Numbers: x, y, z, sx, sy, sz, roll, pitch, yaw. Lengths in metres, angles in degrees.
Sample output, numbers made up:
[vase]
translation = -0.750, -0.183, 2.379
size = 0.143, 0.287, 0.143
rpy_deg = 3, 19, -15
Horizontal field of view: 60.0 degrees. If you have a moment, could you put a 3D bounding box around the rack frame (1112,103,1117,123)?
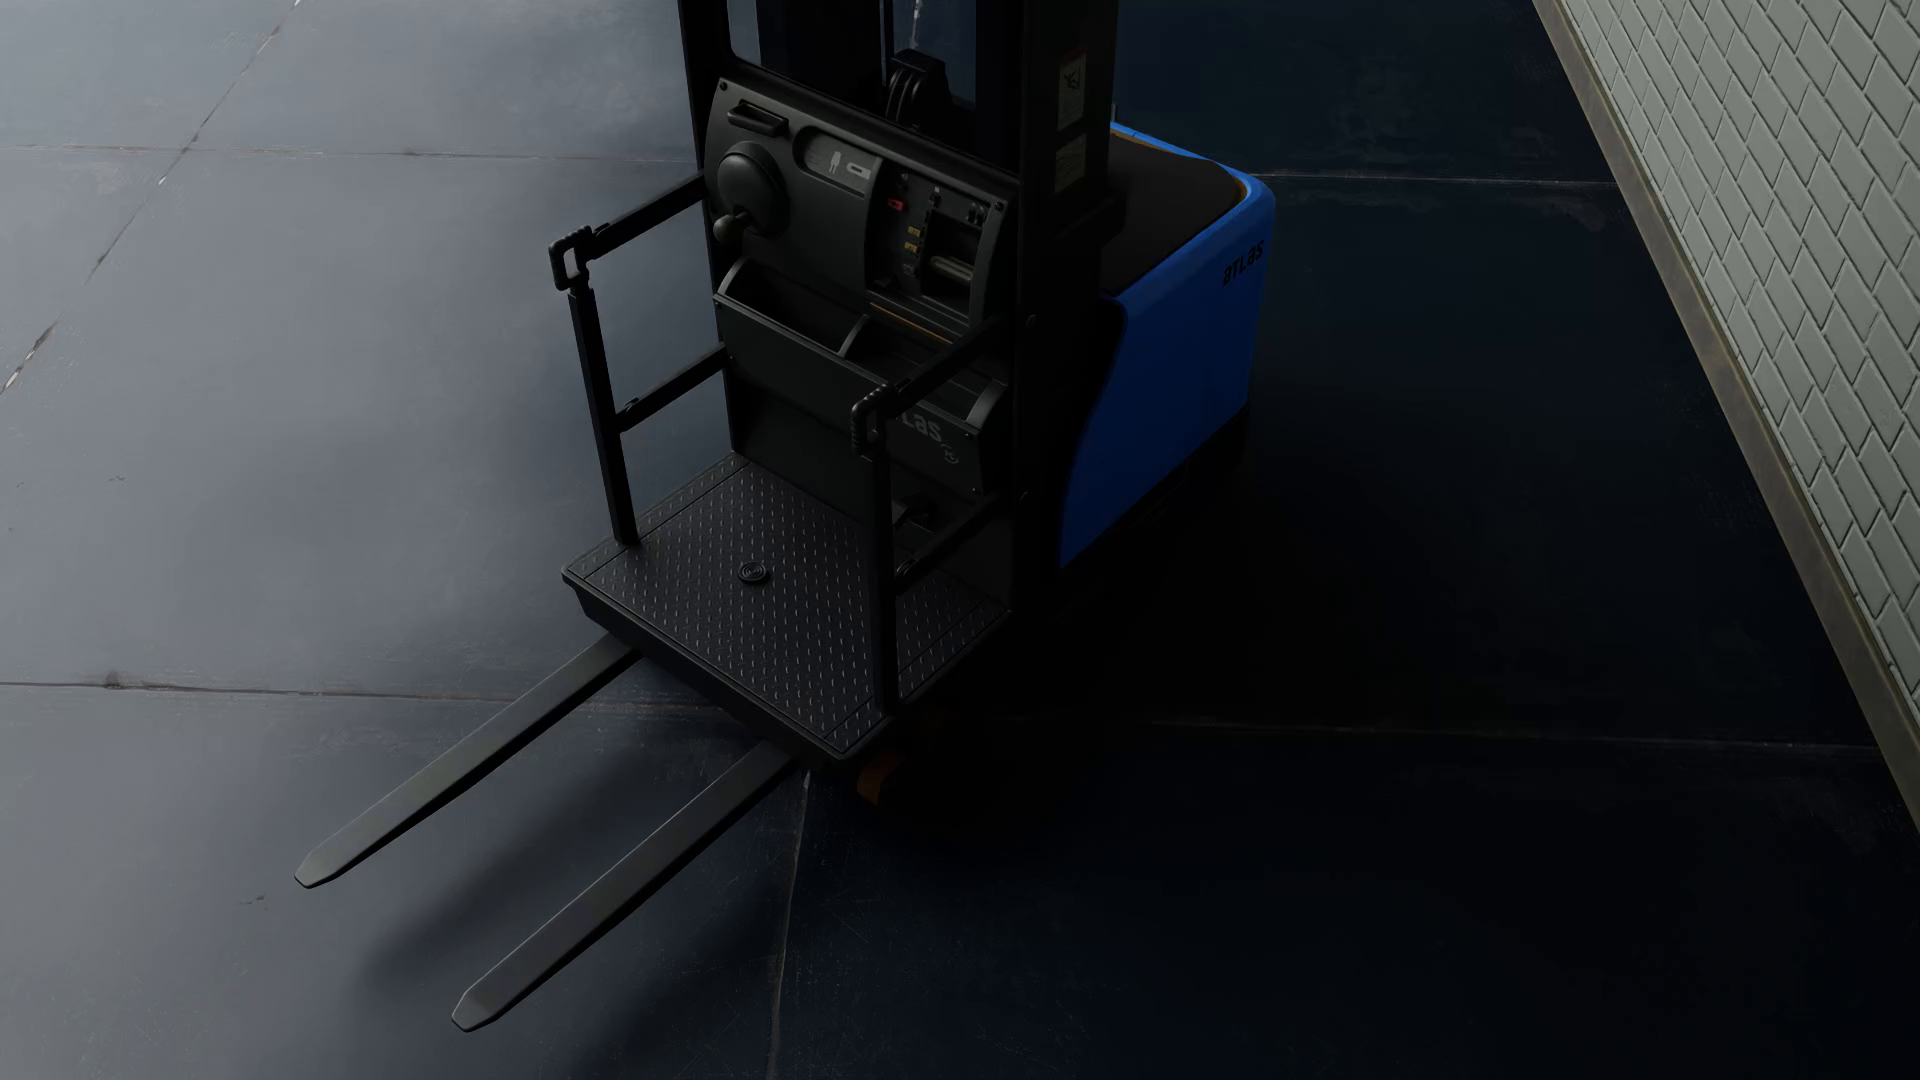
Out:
[rack frame]
translation = 0.549, -1.033, 5.698
size = 0.006, 0.900, 0.240
rpy_deg = -14, 45, -15

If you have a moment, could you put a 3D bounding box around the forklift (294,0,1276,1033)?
[forklift]
translation = -0.401, -0.742, 3.896
size = 1.130, 2.935, 3.031
rpy_deg = 29, 50, 28

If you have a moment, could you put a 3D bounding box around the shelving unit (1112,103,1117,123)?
[shelving unit]
translation = 0.454, -1.008, 5.672
size = 0.210, 0.900, 0.258
rpy_deg = -14, 45, -15
